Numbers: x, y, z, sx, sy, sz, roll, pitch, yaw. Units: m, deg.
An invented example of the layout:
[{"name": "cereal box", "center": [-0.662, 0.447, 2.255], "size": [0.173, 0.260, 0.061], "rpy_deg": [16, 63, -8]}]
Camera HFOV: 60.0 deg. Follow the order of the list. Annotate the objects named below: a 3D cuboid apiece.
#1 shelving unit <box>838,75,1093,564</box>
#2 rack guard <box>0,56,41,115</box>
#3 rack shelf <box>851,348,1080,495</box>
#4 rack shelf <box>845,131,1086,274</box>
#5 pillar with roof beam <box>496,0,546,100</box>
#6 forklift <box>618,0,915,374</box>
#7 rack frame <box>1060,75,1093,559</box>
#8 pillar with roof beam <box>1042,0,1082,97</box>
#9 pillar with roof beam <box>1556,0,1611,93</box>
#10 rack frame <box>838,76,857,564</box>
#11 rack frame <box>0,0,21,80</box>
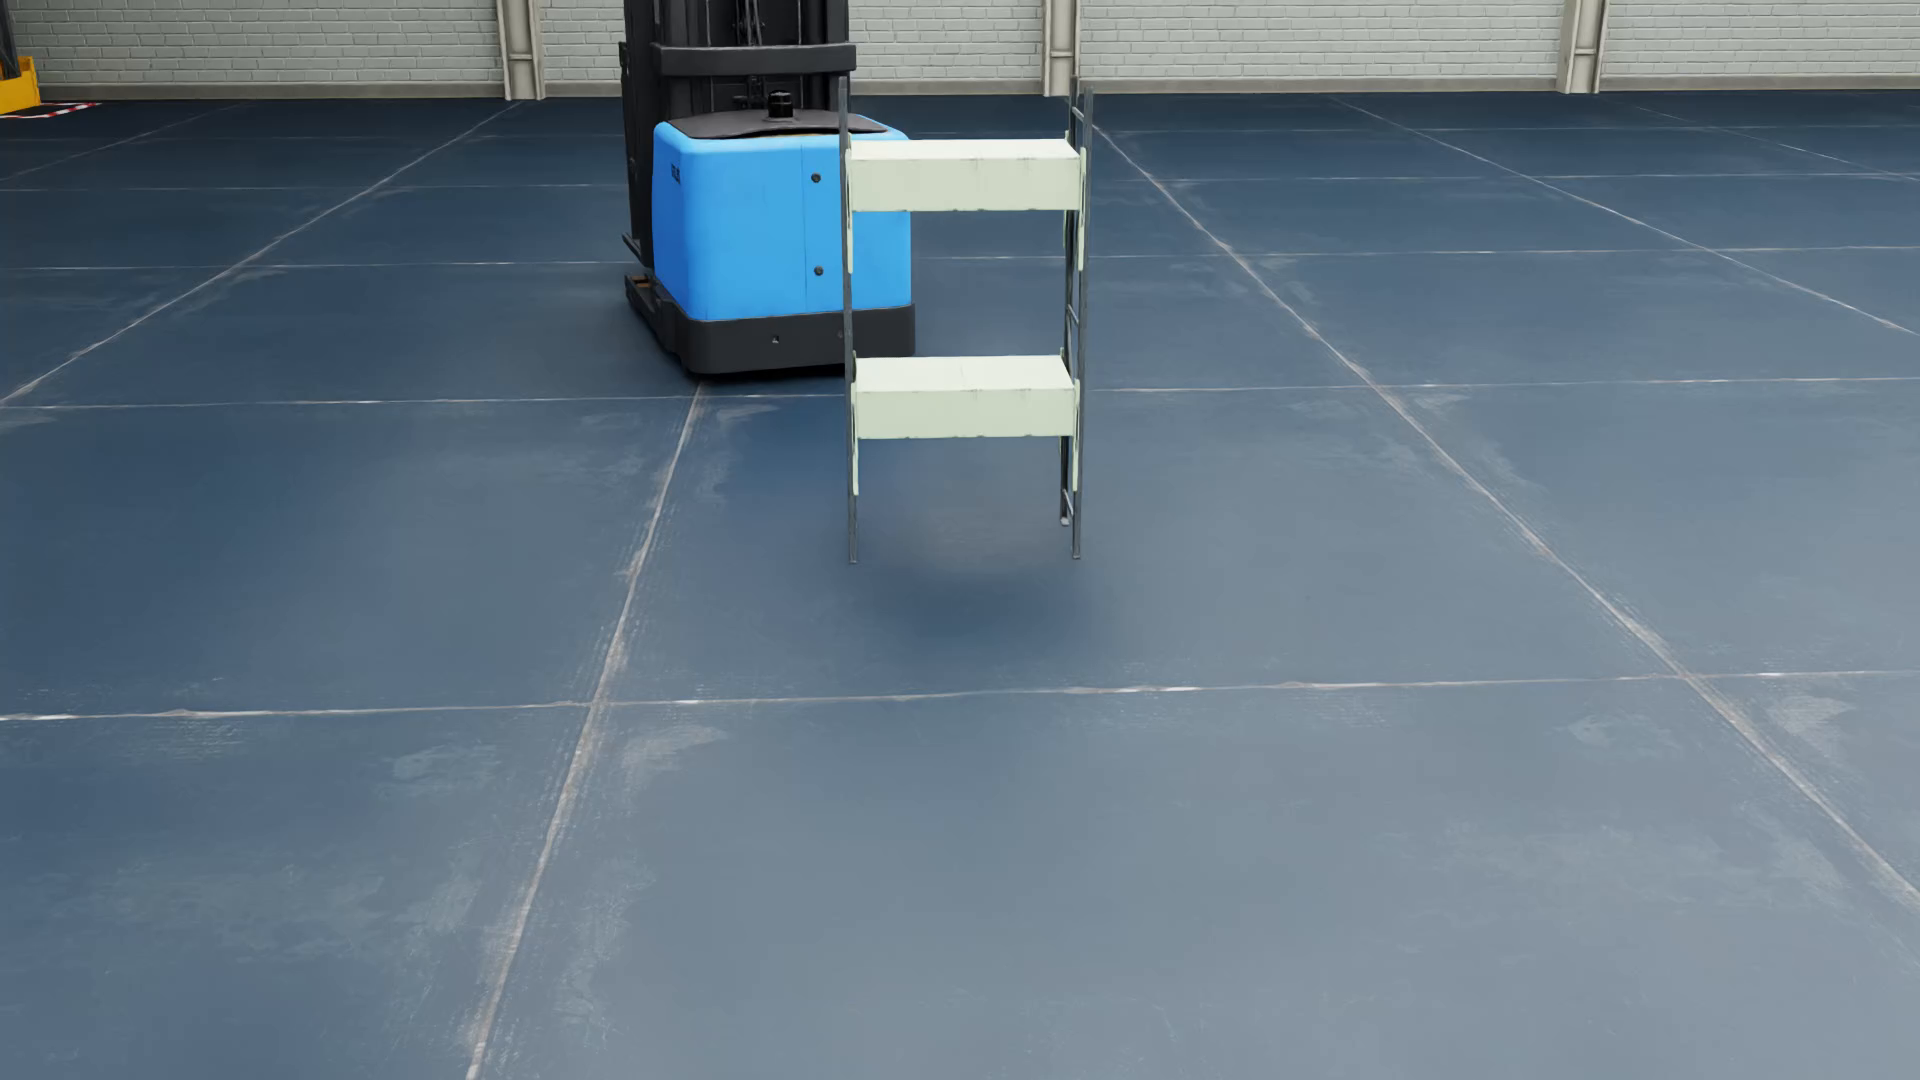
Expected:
[{"name": "shelving unit", "center": [0.007, -0.701, 5.354], "size": [0.755, 1.500, 0.431], "rpy_deg": [-1, 21, -3]}, {"name": "rack guard", "center": [-10.071, -4.745, 17.382], "size": [0.348, 0.500, 1.175], "rpy_deg": [-1, 21, -3]}, {"name": "rack shelf", "center": [0.007, -0.396, 5.470], "size": [0.720, 0.370, 0.431], "rpy_deg": [-1, 21, -3]}, {"name": "rack shelf", "center": [0.007, -1.066, 5.216], "size": [0.720, 0.370, 0.431], "rpy_deg": [-1, 21, -3]}, {"name": "pillar with roof beam", "center": [-4.606, -7.615, 12.975], "size": [0.400, 9.000, 9.100], "rpy_deg": [-1, 21, -3]}, {"name": "forklift", "center": [-1.159, -2.594, 8.315], "size": [1.130, 2.935, 3.031], "rpy_deg": [-7, 22, -17]}, {"name": "rack frame", "center": [0.372, -0.708, 5.374], "size": [0.023, 1.500, 0.400], "rpy_deg": [-1, 21, -3]}, {"name": "pillar with roof beam", "center": [1.384, -7.737, 13.296], "size": [0.400, 9.000, 9.100], "rpy_deg": [-1, 21, -3]}, {"name": "pillar with roof beam", "center": [7.375, -7.859, 13.616], "size": [0.400, 9.000, 9.100], "rpy_deg": [-1, 21, -3]}, {"name": "rack frame", "center": [-0.359, -0.694, 5.335], "size": [0.023, 1.500, 0.400], "rpy_deg": [-1, 21, -3]}, {"name": "rack frame", "center": [-10.095, -5.913, 16.936], "size": [0.127, 3.000, 1.000], "rpy_deg": [-1, 21, -3]}]
